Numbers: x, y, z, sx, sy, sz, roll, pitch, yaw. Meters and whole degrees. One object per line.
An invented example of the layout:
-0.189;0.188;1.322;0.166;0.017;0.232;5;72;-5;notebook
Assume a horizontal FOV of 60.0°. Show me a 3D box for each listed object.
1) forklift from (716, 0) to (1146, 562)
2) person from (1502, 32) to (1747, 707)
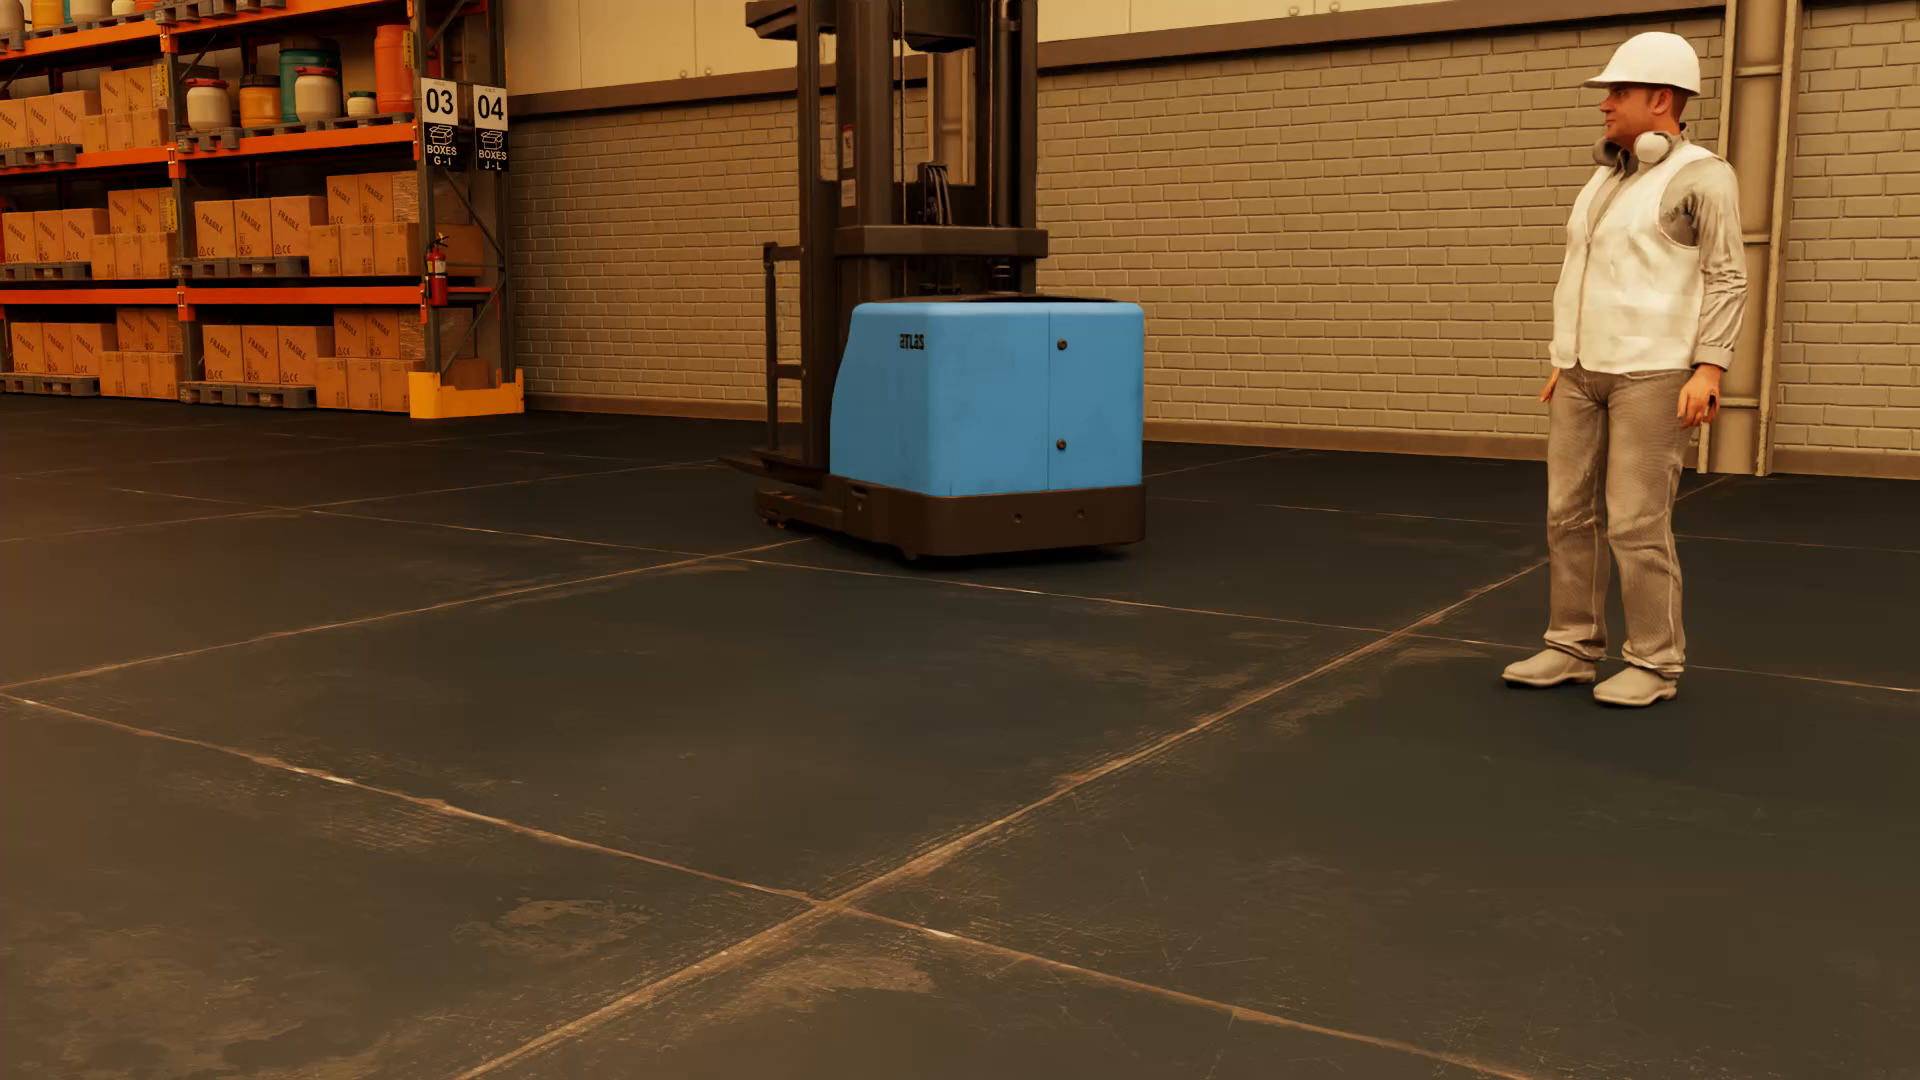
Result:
-0.350;-1.531;7.958;1.130;2.935;3.031;-4;9;-28;forklift
1.781;-0.453;4.498;0.404;1.776;0.617;-3;9;-21;person
